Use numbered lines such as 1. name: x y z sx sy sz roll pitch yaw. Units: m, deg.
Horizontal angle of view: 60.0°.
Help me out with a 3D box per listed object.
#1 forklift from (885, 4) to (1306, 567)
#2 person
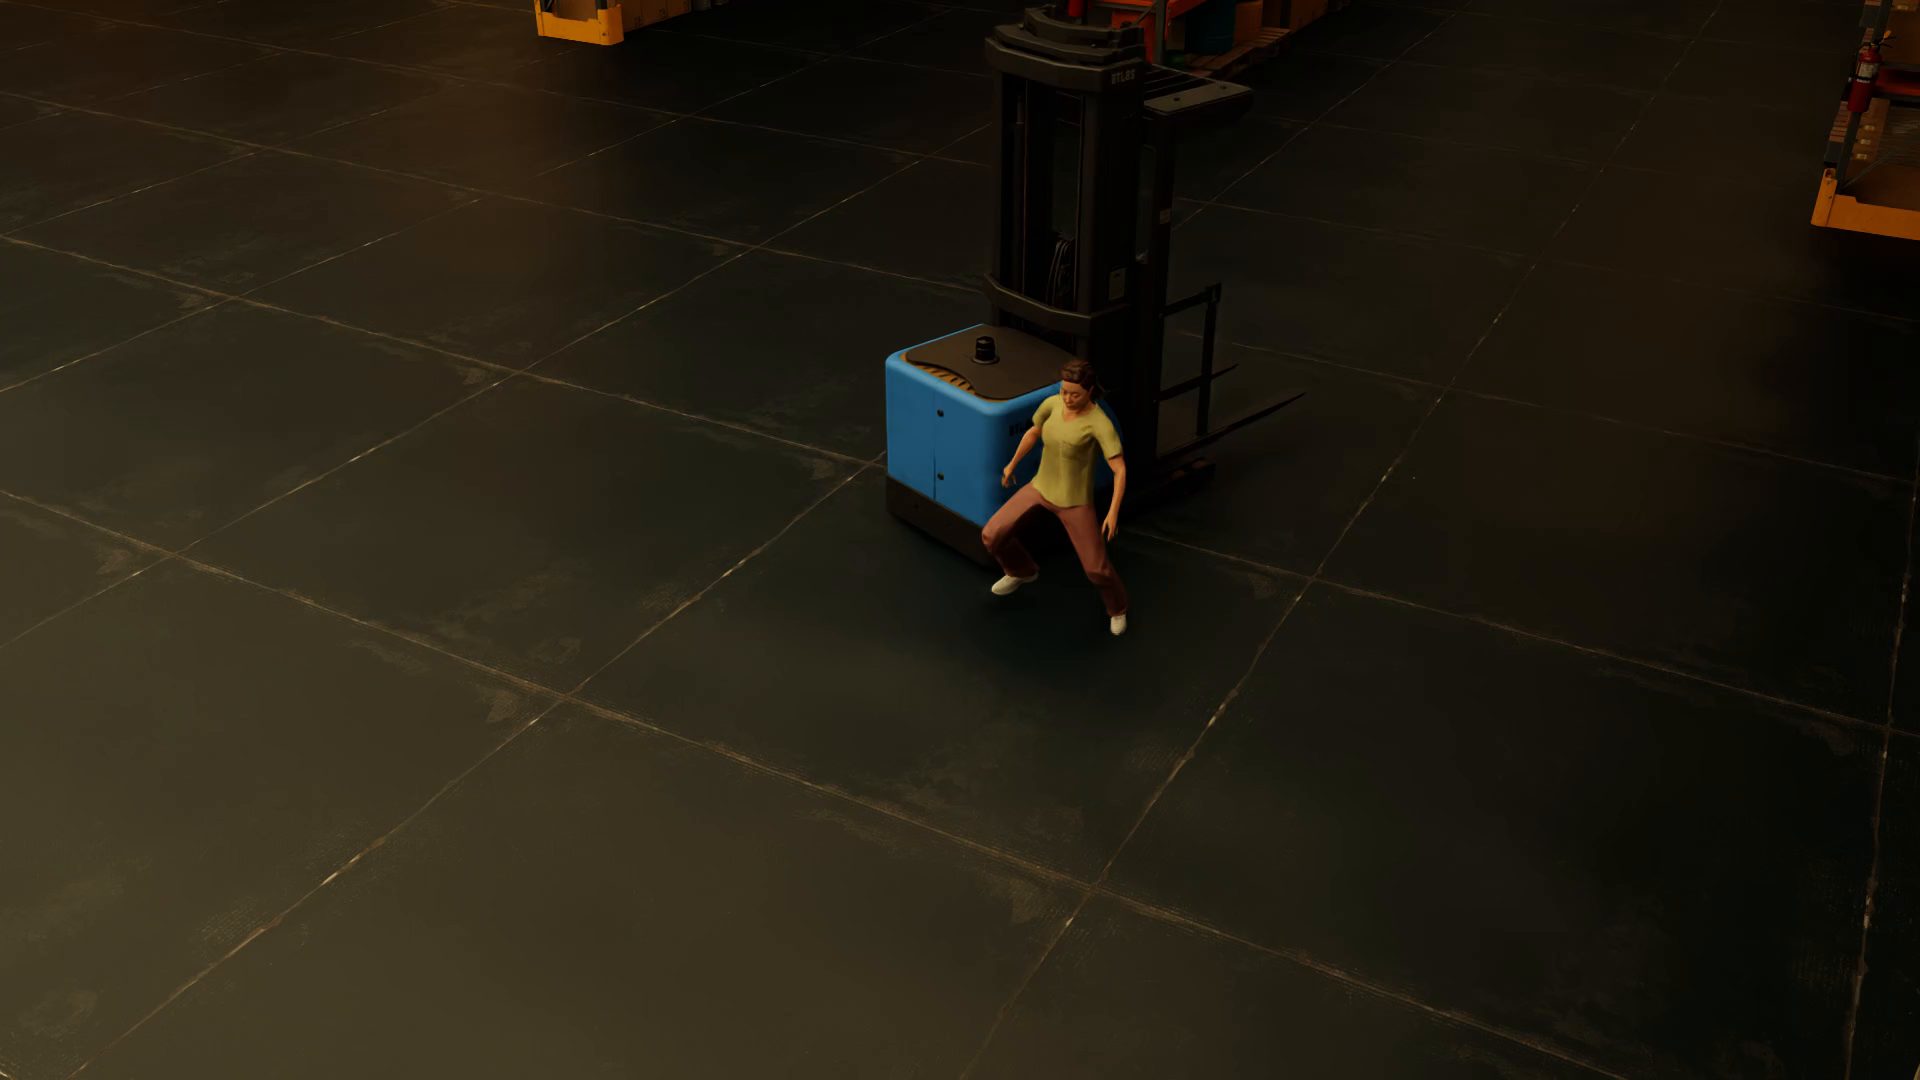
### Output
1. forklift: 0.990 -1.720 10.051 3.031 2.935 1.130 -23 37 -34
2. person: 0.559 -0.241 8.896 0.861 1.568 0.607 24 38 35
